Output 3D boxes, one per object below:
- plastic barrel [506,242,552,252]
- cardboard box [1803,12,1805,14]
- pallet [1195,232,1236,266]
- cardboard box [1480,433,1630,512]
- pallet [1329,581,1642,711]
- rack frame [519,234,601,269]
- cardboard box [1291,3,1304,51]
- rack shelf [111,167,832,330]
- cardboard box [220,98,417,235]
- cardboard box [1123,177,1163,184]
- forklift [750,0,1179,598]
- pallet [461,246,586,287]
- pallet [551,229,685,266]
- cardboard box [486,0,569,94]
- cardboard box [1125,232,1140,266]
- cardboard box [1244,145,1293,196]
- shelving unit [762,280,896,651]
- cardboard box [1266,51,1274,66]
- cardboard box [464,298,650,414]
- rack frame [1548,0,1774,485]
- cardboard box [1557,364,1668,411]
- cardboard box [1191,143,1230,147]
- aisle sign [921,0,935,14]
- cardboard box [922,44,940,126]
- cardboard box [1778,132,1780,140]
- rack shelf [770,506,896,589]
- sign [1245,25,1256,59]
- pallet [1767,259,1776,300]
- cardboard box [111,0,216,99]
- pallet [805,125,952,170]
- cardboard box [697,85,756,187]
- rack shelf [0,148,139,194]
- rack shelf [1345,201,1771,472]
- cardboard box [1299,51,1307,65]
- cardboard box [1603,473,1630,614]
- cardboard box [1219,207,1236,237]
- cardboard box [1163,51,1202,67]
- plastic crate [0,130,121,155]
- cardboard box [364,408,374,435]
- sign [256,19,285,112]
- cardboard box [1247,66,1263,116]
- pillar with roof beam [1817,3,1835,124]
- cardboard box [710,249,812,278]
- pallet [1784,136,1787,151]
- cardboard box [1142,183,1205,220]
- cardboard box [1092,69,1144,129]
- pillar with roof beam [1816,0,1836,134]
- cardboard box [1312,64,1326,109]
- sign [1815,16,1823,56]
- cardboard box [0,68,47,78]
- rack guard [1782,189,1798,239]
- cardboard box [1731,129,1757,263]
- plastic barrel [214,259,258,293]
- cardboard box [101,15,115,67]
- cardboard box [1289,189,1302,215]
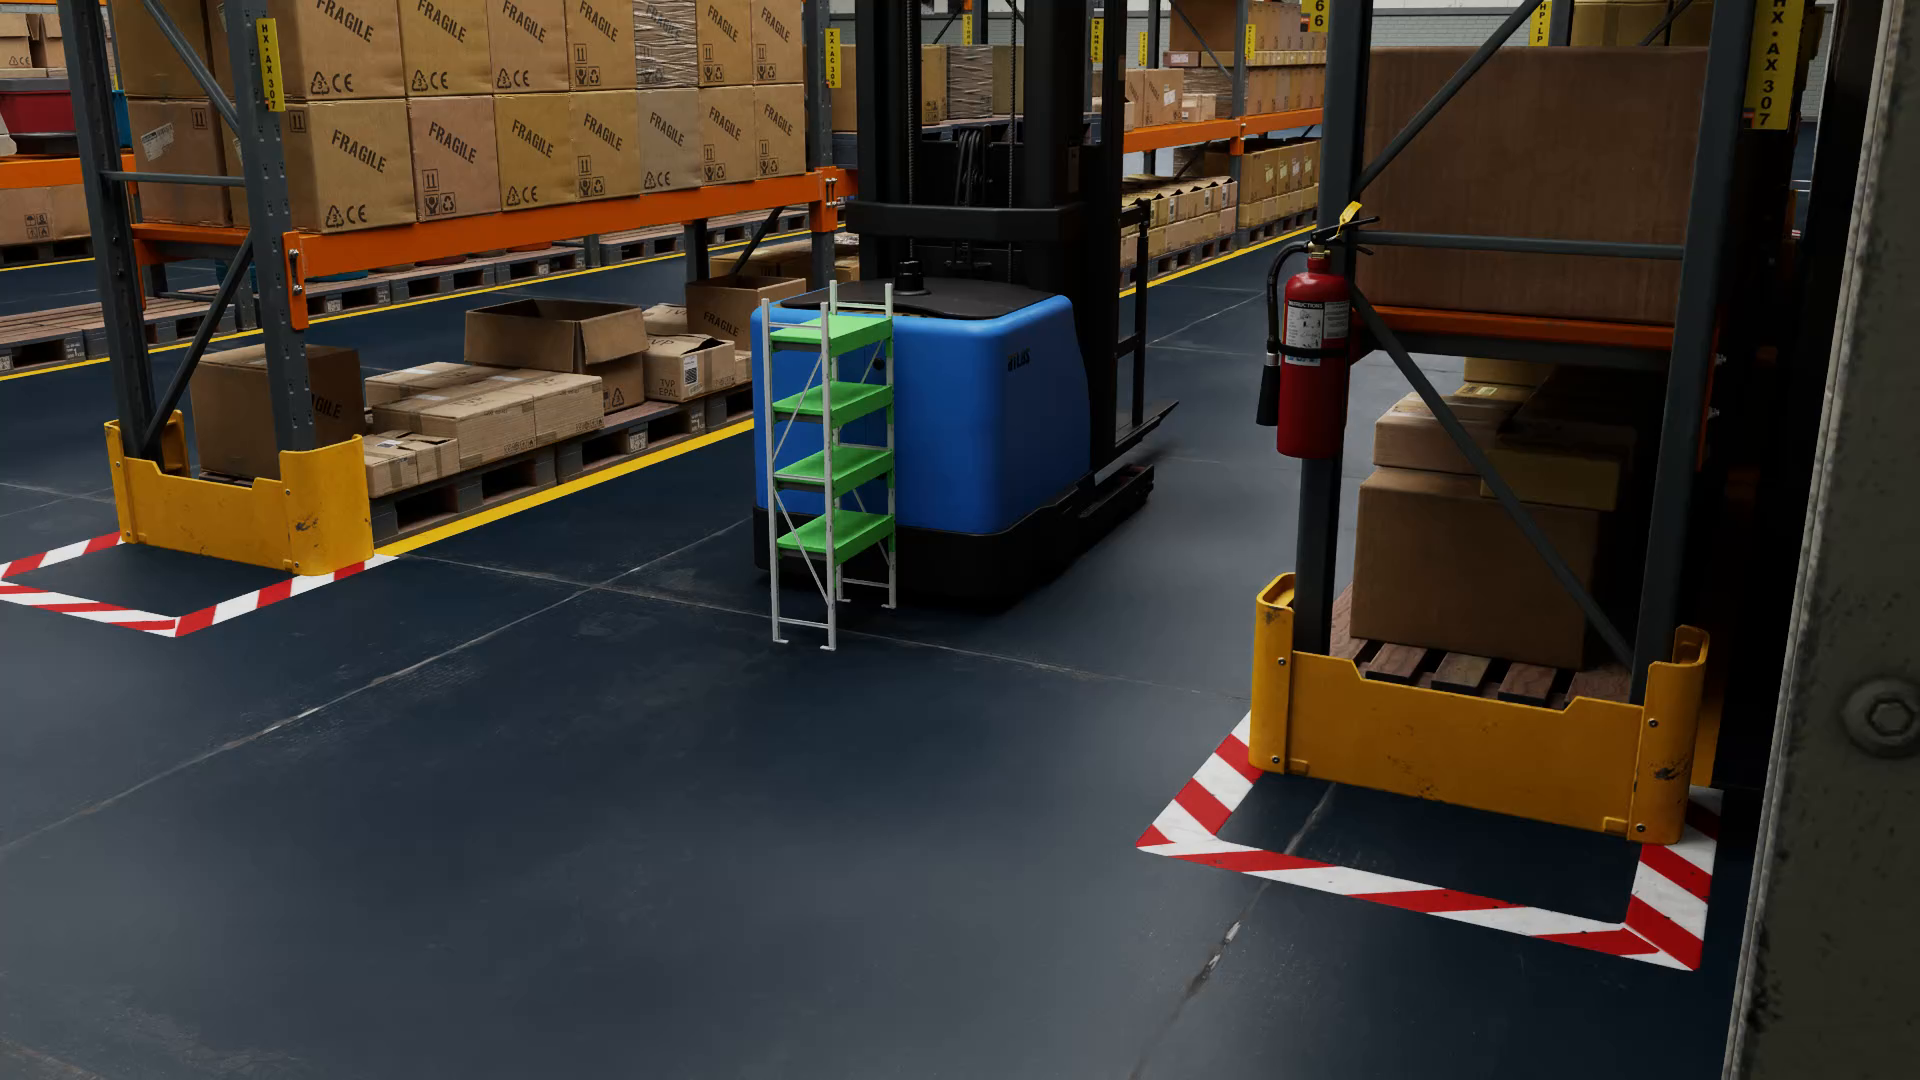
[{"bbox_3d":[-4.063,-3.090,15.234,0.600,0.830,0.708,8,18,25],"label":"plastic barrel"},{"bbox_3d":[5.033,-3.207,10.502,0.500,0.250,0.500,9,19,27],"label":"cardboard box"},{"bbox_3d":[2.063,-2.914,16.466,1.003,0.211,1.213,8,18,25],"label":"pallet"},{"bbox_3d":[1.775,-0.206,4.962,0.380,0.149,0.250,8,18,26],"label":"cardboard box"},{"bbox_3d":[1.716,0.365,5.424,1.003,0.211,1.213,8,18,25],"label":"pallet"},{"bbox_3d":[-3.860,-4.056,15.412,1.000,3.000,0.127,8,18,25],"label":"rack frame"},{"bbox_3d":[3.446,-5.738,18.622,0.700,0.500,0.500,8,18,26],"label":"cardboard box"},{"bbox_3d":[-2.111,-1.552,8.244,1.077,0.370,4.000,8,18,25],"label":"rack shelf"},{"bbox_3d":[-2.571,-1.515,6.680,0.500,0.500,0.500,9,19,27],"label":"cardboard box"},{"bbox_3d":[1.721,-3.395,16.294,0.500,0.311,0.500,8,18,25],"label":"cardboard box"},{"bbox_3d":[0.244,-1.569,7.158,1.130,2.935,3.031,7,18,22],"label":"forklift"},{"bbox_3d":[-4.175,-2.513,15.115,1.003,0.211,1.213,8,18,25],"label":"pallet"},{"bbox_3d":[-3.479,-2.912,16.457,1.003,0.211,1.213,8,18,25],"label":"pallet"},{"bbox_3d":[-2.116,-2.255,7.416,0.500,0.500,0.500,8,18,26],"label":"cardboard box"},{"bbox_3d":[1.290,-2.532,14.373,0.500,0.250,0.500,8,18,24],"label":"cardboard box"},{"bbox_3d":[3.291,-4.019,18.063,0.500,0.500,0.500,8,18,25],"label":"cardboard box"},{"bbox_3d":[-0.446,-0.271,5.831,0.258,1.200,0.503,7,18,22],"label":"shelving unit"},{"bbox_3d":[3.106,-5.107,17.635,0.380,0.149,0.250,7,18,24],"label":"cardboard box"},{"bbox_3d":[-2.052,-0.941,8.536,0.797,0.503,0.637,8,18,25],"label":"cardboard box"},{"bbox_3d":[3.216,-1.777,7.738,1.000,3.000,0.127,8,18,25],"label":"rack frame"},{"bbox_3d":[2.453,-0.593,6.266,0.380,0.149,0.250,8,18,24],"label":"cardboard box"},{"bbox_3d":[2.823,-4.086,18.288,0.500,0.500,0.500,8,18,25],"label":"cardboard box"},{"bbox_3d":[-0.515,-7.395,22.090,0.394,0.787,0.004,8,18,25],"label":"aisle sign"},{"bbox_3d":[-0.555,-2.931,10.710,0.700,0.500,0.500,12,20,34],"label":"cardboard box"},{"bbox_3d":[4.102,-2.323,8.845,0.500,0.500,0.500,8,18,24],"label":"cardboard box"},{"bbox_3d":[-0.446,0.020,5.918,0.258,0.148,0.480,7,18,22],"label":"rack shelf"},{"bbox_3d":[2.847,-4.894,16.340,0.100,0.325,0.005,8,18,25],"label":"sign"},{"bbox_3d":[6.444,-2.279,14.327,1.003,0.211,1.213,8,18,25],"label":"pallet"},{"bbox_3d":[-3.052,-2.063,6.769,0.500,0.500,0.500,8,18,25],"label":"cardboard box"},{"bbox_3d":[-0.763,-2.504,10.522,1.003,0.211,1.213,8,18,25],"label":"pallet"},{"bbox_3d":[-1.440,-2.162,8.861,0.500,0.500,0.500,9,19,27],"label":"cardboard box"},{"bbox_3d":[-6.541,-2.183,10.369,1.077,0.370,4.000,8,18,25],"label":"rack shelf"},{"bbox_3d":[2.322,-0.922,6.125,1.077,0.370,4.000,8,18,25],"label":"rack shelf"},{"bbox_3d":[3.683,-5.437,18.747,0.380,0.149,0.250,9,19,27],"label":"cardboard box"},{"bbox_3d":[1.875,-0.079,5.676,0.700,0.500,0.500,8,18,25],"label":"cardboard box"},{"bbox_3d":[2.431,-3.184,16.569,0.500,0.250,0.500,8,18,25],"label":"cardboard box"},{"bbox_3d":[2.287,-4.899,16.936,0.380,0.149,0.250,8,18,25],"label":"cardboard box"},{"bbox_3d":[-5.907,-2.615,10.937,0.437,0.125,0.590,8,18,25],"label":"plastic crate"},{"bbox_3d":[-2.721,-0.501,7.648,0.380,0.166,0.250,8,18,25],"label":"cardboard box"},{"bbox_3d":[-2.519,-1.733,6.071,0.100,0.325,0.005,8,18,25],"label":"sign"},{"bbox_3d":[2.780,-4.741,17.541,0.700,0.500,0.500,8,18,25],"label":"cardboard box"},{"bbox_3d":[18.593,-15.610,43.775,9.100,9.000,0.400,8,18,25],"label":"pillar with roof beam"},{"bbox_3d":[-1.253,-1.581,10.696,0.500,0.500,0.500,8,18,25],"label":"cardboard box"},{"bbox_3d":[5.226,-2.899,11.852,1.213,0.211,1.003,8,18,25],"label":"pallet"},{"bbox_3d":[1.981,-3.196,15.623,0.500,0.311,0.500,8,18,25],"label":"cardboard box"},{"bbox_3d":[1.305,-3.902,14.719,0.500,0.500,0.500,7,18,22],"label":"cardboard box"},{"bbox_3d":[15.912,-14.082,38.630,9.100,9.000,0.400,8,18,25],"label":"pillar with roof beam"},{"bbox_3d":[3.925,-5.393,19.738,0.700,0.500,0.500,8,18,25],"label":"cardboard box"},{"bbox_3d":[7.289,-4.300,14.199,0.100,0.325,0.005,8,18,25],"label":"sign"},{"bbox_3d":[-8.975,-4.188,15.682,0.500,0.500,0.500,8,19,26],"label":"cardboard box"},{"bbox_3d":[8.544,-3.616,18.320,1.175,0.500,0.348,8,18,25],"label":"rack guard"},{"bbox_3d":[2.311,-1.413,5.985,0.980,0.700,0.700,7,18,23],"label":"cardboard box"},{"bbox_3d":[-5.389,-2.369,12.680,0.600,0.901,0.708,8,18,25],"label":"plastic barrel"},{"bbox_3d":[-8.632,-5.031,16.756,0.797,0.503,0.637,9,19,27],"label":"cardboard box"},{"bbox_3d":[3.510,-3.788,18.601,0.500,0.250,0.500,8,18,25],"label":"cardboard box"}]
